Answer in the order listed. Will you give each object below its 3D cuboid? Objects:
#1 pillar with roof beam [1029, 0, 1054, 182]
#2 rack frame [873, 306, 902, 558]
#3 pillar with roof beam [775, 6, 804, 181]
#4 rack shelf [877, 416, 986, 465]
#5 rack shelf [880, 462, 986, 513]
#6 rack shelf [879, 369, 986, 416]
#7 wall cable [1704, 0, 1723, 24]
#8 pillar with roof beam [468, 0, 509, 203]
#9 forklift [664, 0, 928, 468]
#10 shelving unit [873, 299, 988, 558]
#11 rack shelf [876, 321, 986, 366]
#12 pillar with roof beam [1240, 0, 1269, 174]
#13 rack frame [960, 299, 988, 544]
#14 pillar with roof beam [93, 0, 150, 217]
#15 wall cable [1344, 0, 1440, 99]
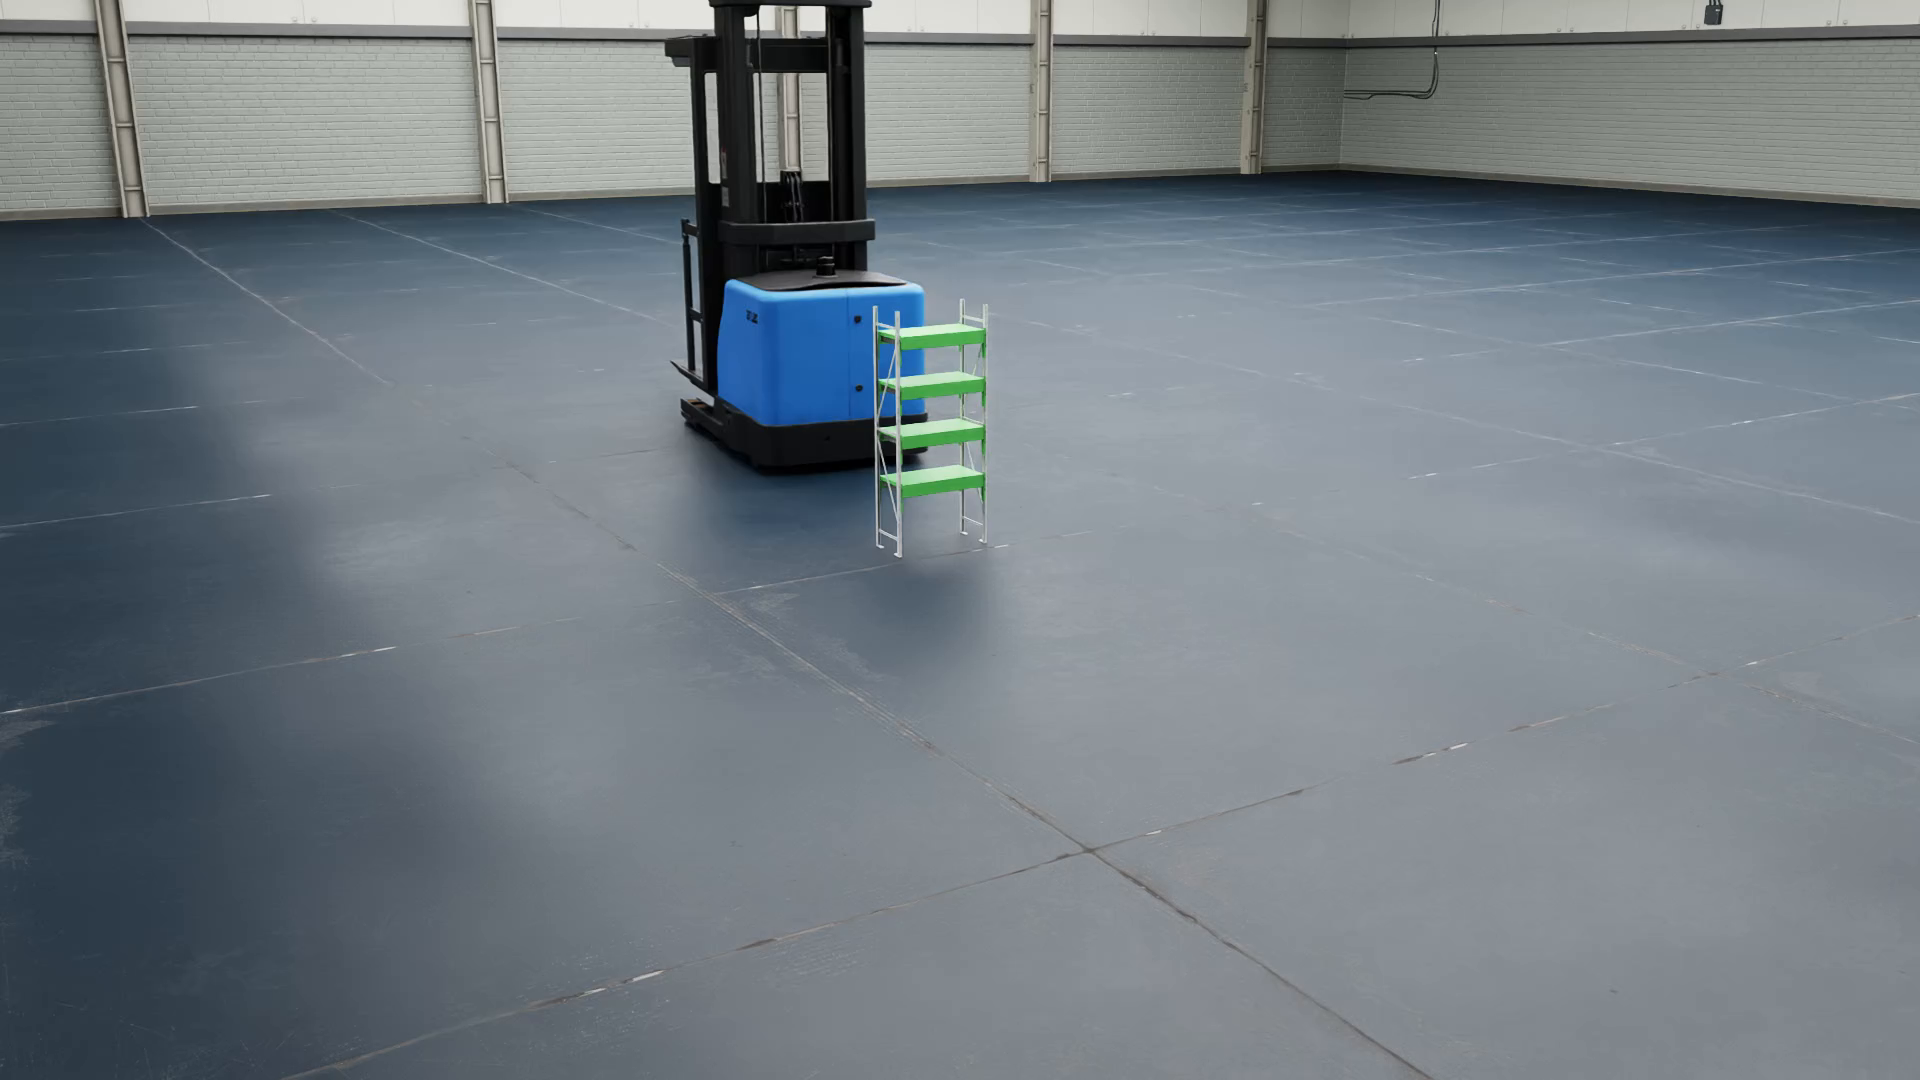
[{"bbox_3d":[3.970,-11.213,31.759,0.400,9.000,9.100,-9,18,-30],"label":"pillar with roof beam"},{"bbox_3d":[-0.351,-0.521,8.066,0.015,1.200,0.240,-9,18,-30],"label":"rack frame"},{"bbox_3d":[-1.173,-10.379,28.783,0.400,9.000,9.100,-9,18,-30],"label":"pillar with roof beam"},{"bbox_3d":[-0.142,-0.493,8.204,0.480,0.148,0.258,-9,18,-30],"label":"rack shelf"},{"bbox_3d":[-0.142,-0.262,8.269,0.480,0.148,0.258,-9,18,-30],"label":"rack shelf"},{"bbox_3d":[-0.142,-0.724,8.139,0.480,0.148,0.258,-9,18,-30],"label":"rack shelf"},{"bbox_3d":[14.978,-12.585,30.354,0.169,6.003,2.305,-9,18,-30],"label":"wall cable"},{"bbox_3d":[-6.316,-9.545,25.808,0.400,9.000,9.100,-9,18,-30],"label":"pillar with roof beam"},{"bbox_3d":[-1.240,-2.192,10.820,1.130,2.935,3.031,-7,17,-22],"label":"forklift"},{"bbox_3d":[-0.142,-0.555,8.187,0.503,1.200,0.258,-9,18,-30],"label":"shelving unit"},{"bbox_3d":[-0.142,-0.955,8.075,0.480,0.148,0.258,-9,18,-30],"label":"rack shelf"},{"bbox_3d":[9.113,-12.047,34.734,0.400,9.000,9.100,-9,18,-30],"label":"pillar with roof beam"},{"bbox_3d":[0.067,-0.589,8.308,0.015,1.200,0.240,-9,18,-30],"label":"rack frame"},{"bbox_3d":[-11.459,-8.710,22.833,0.400,9.000,9.100,-9,18,-30],"label":"pillar with roof beam"},{"bbox_3d":[10.103,-11.651,39.076,0.112,2.526,3.097,-9,18,-30],"label":"wall cable"}]
